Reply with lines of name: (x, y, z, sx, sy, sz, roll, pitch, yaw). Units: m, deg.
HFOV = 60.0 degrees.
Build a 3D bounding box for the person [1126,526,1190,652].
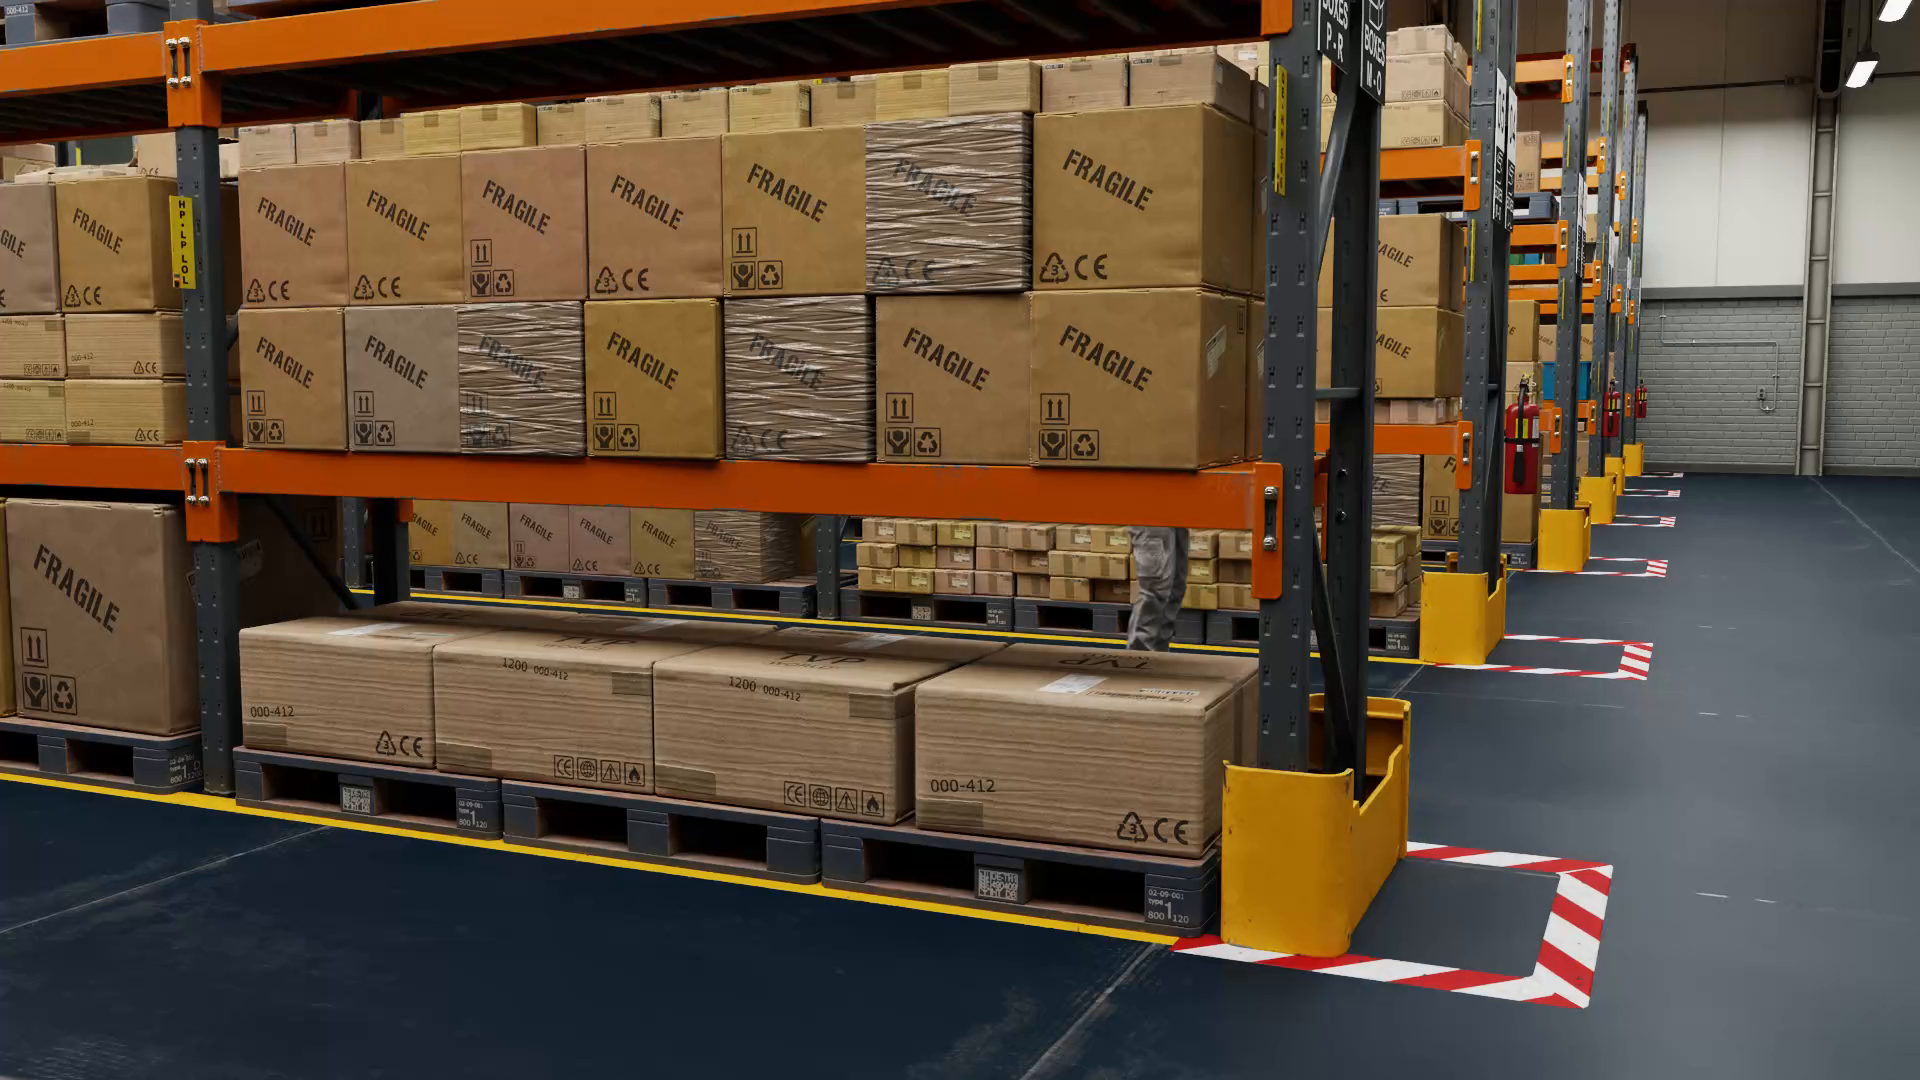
person: (1.073, -0.126, 8.212, 0.573, 1.778, 0.487, 3, 6, 25)
